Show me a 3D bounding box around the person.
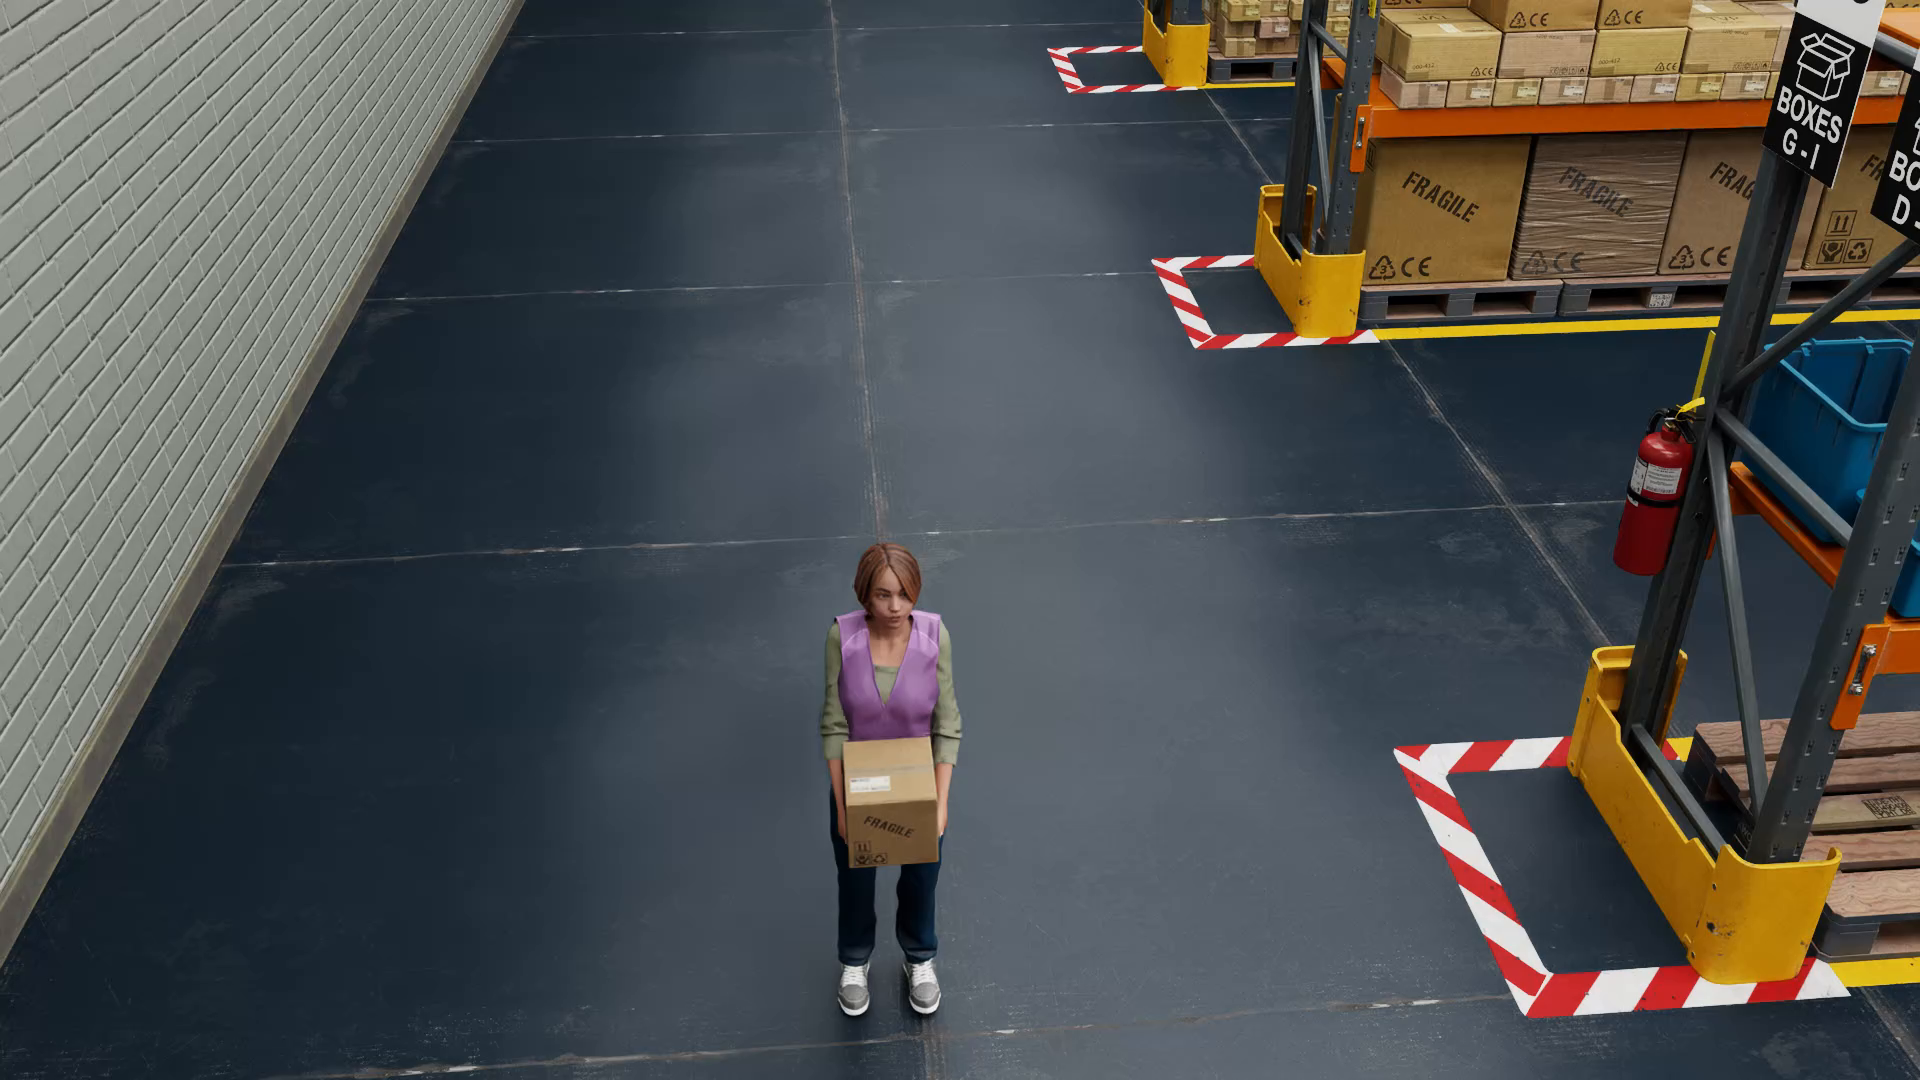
[{"bbox_3d":[-0.195,0.768,4.890,0.410,1.596,0.484,-3,32,-5],"label":"person"}]
